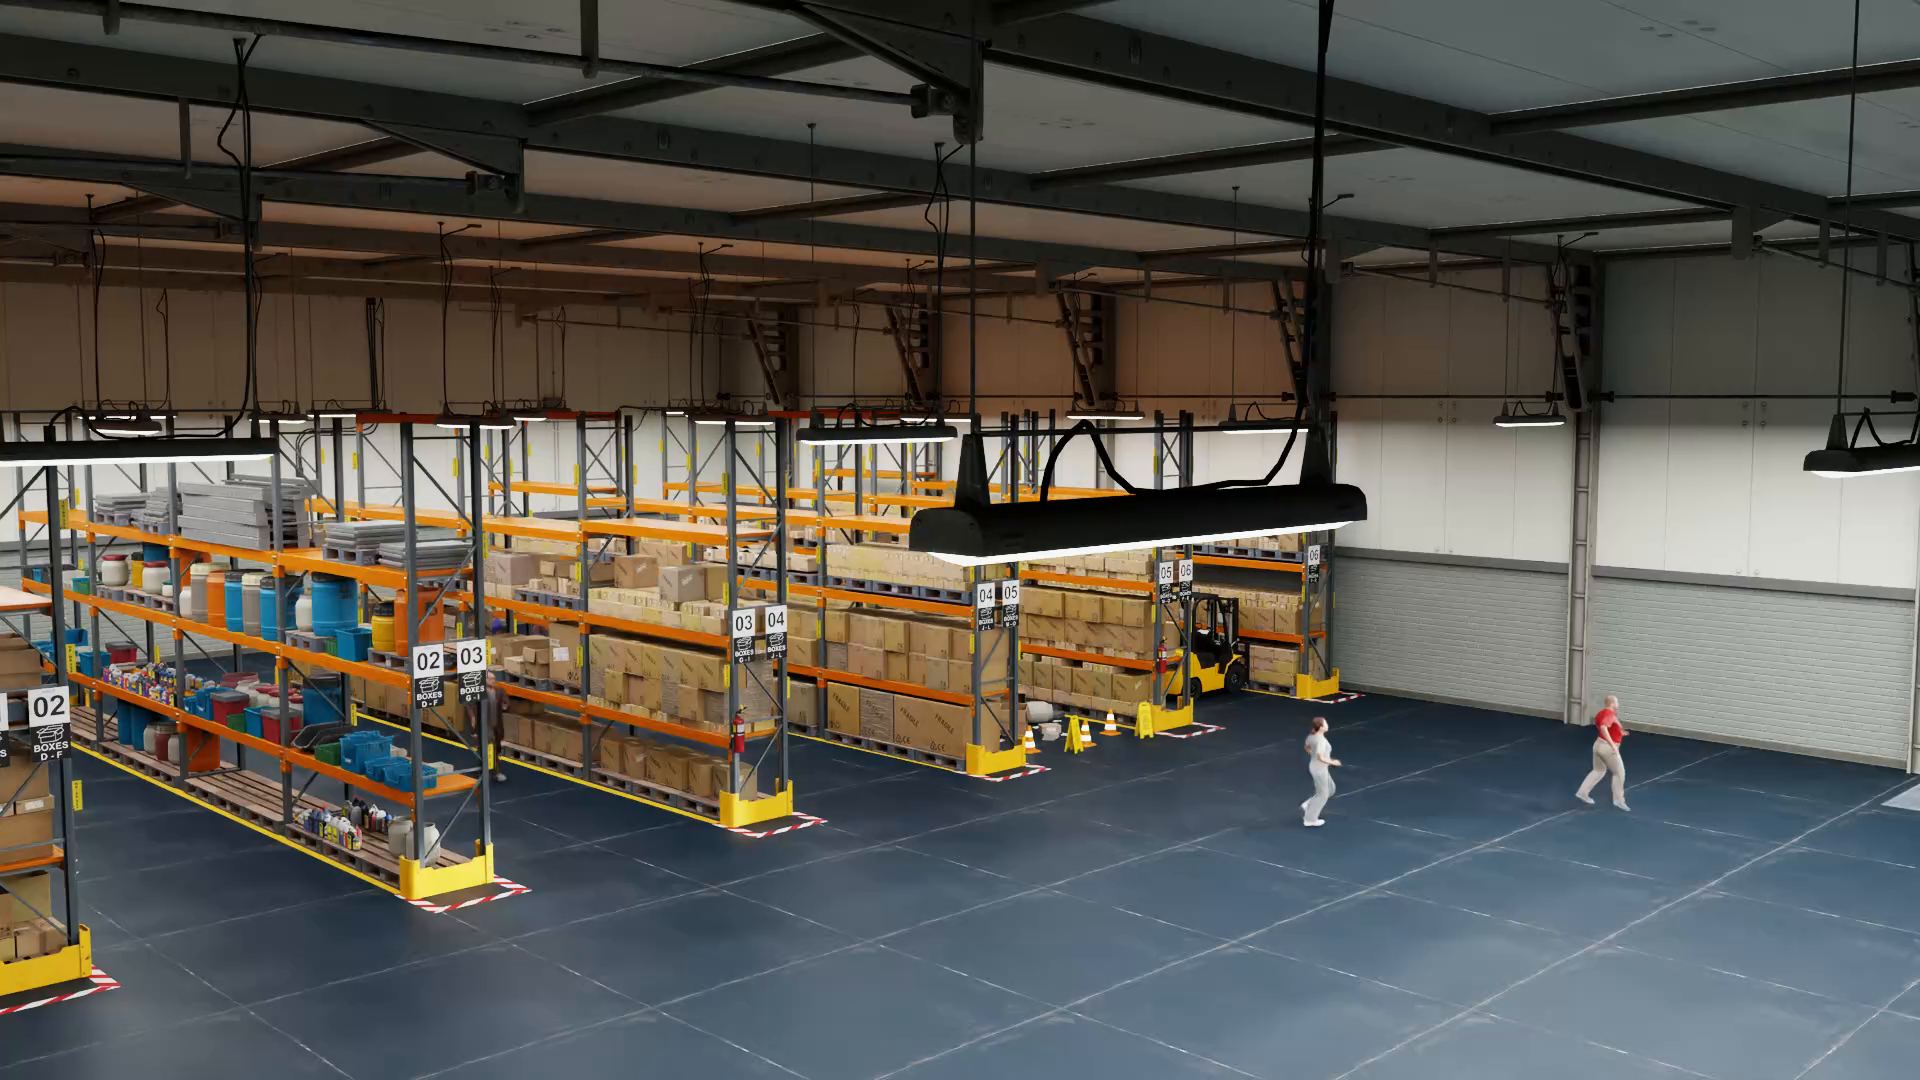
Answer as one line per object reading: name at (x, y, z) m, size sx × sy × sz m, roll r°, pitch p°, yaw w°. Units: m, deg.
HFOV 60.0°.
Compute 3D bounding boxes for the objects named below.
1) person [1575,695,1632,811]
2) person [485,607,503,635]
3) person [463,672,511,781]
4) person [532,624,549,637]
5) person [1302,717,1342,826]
person at (9.879, 3.271, 25.459) m, size 0.815 × 1.799 × 0.679 m, roll 0°, pitch 5°, yaw -4°
person at (-10.394, 2.324, 36.705) m, size 0.550 × 1.711 × 0.822 m, roll -5°, pitch 7°, yaw -43°
person at (-7.737, 3.039, 27.363) m, size 0.709 × 1.754 × 1.048 m, roll -5°, pitch 7°, yaw -43°
person at (-10.487, 1.868, 41.506) m, size 0.578 × 1.646 × 0.946 m, roll 5°, pitch 7°, yaw 43°
person at (5.316, 3.389, 24.424) m, size 0.539 × 1.624 × 0.539 m, roll 0°, pitch 5°, yaw -2°
